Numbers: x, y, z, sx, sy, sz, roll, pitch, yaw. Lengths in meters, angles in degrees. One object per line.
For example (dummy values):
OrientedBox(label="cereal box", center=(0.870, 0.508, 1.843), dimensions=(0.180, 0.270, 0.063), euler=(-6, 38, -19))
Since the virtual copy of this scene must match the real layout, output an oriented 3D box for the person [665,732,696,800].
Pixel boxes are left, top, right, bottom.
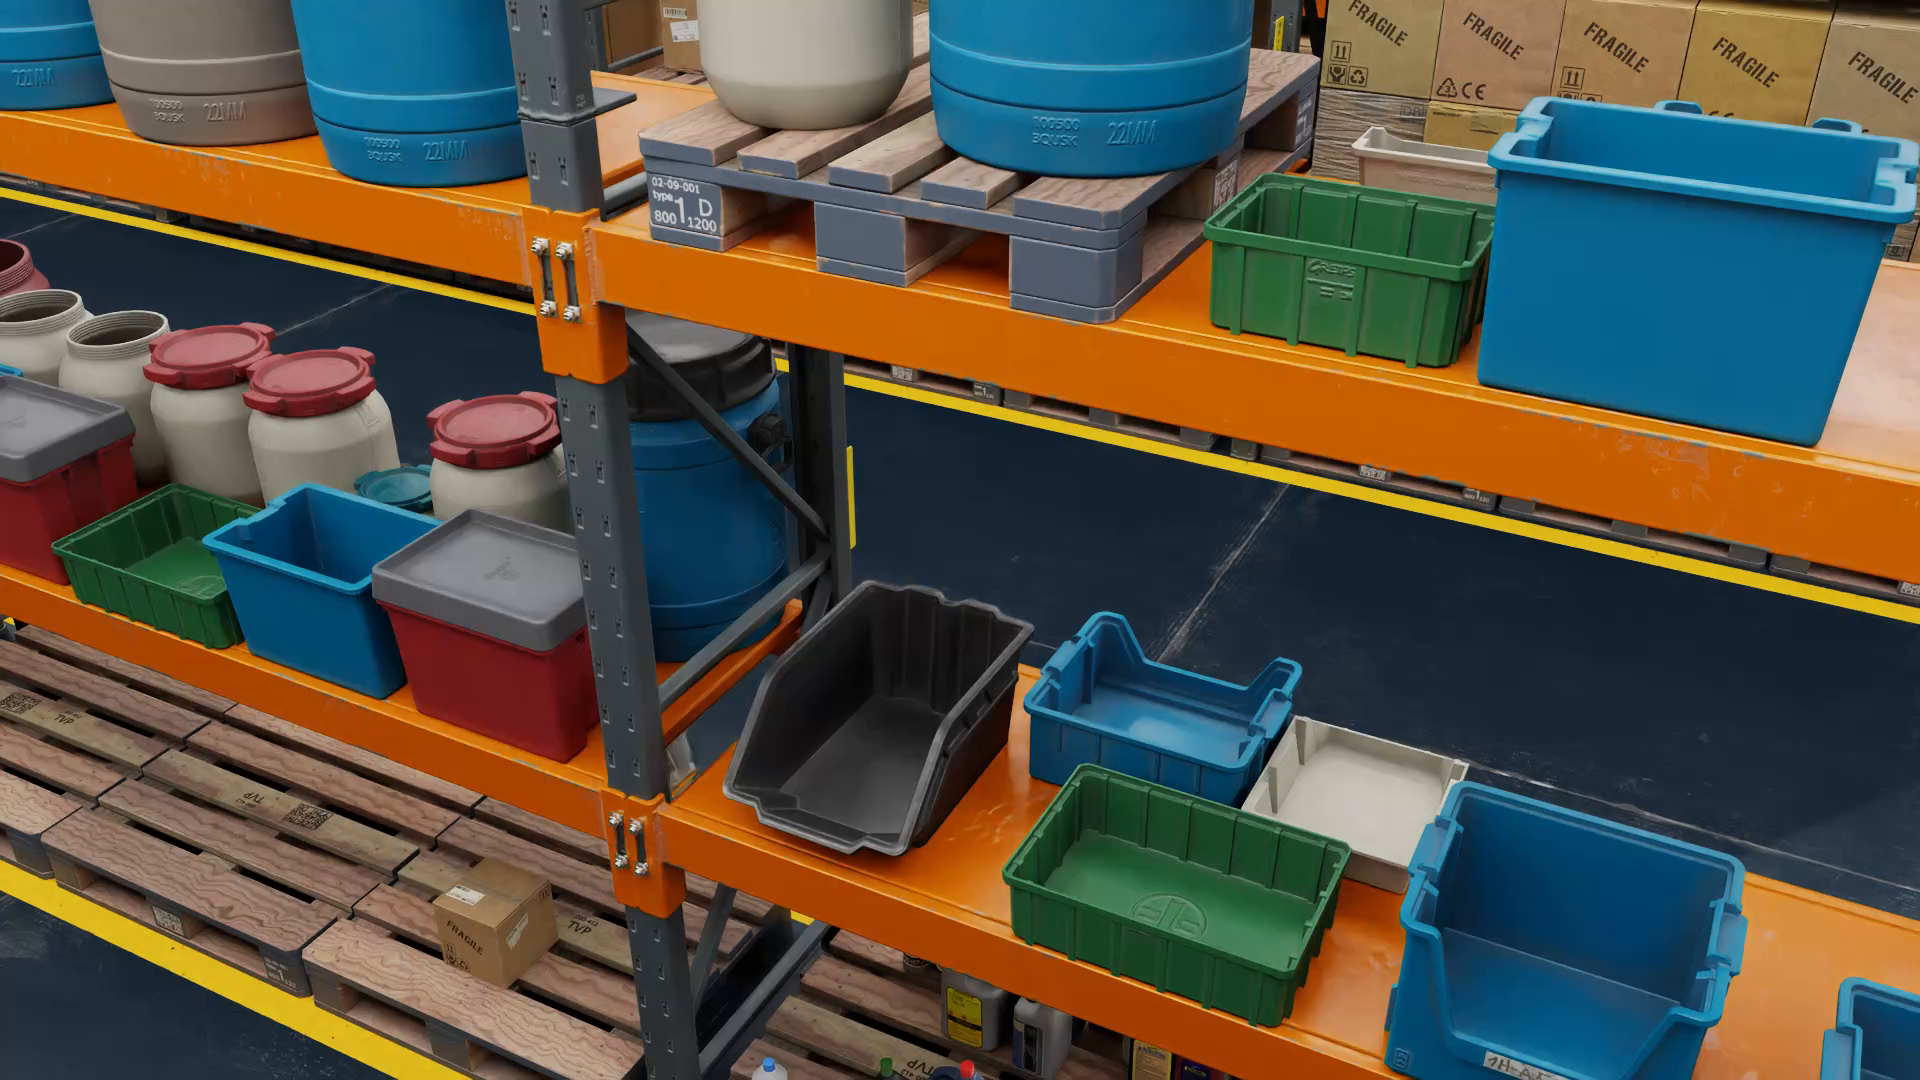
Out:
OrientedBox(label="person", center=(-1.204, 0.212, 5.739), dimensions=(0.477, 1.805, 0.616), euler=(-16, 33, -25))
